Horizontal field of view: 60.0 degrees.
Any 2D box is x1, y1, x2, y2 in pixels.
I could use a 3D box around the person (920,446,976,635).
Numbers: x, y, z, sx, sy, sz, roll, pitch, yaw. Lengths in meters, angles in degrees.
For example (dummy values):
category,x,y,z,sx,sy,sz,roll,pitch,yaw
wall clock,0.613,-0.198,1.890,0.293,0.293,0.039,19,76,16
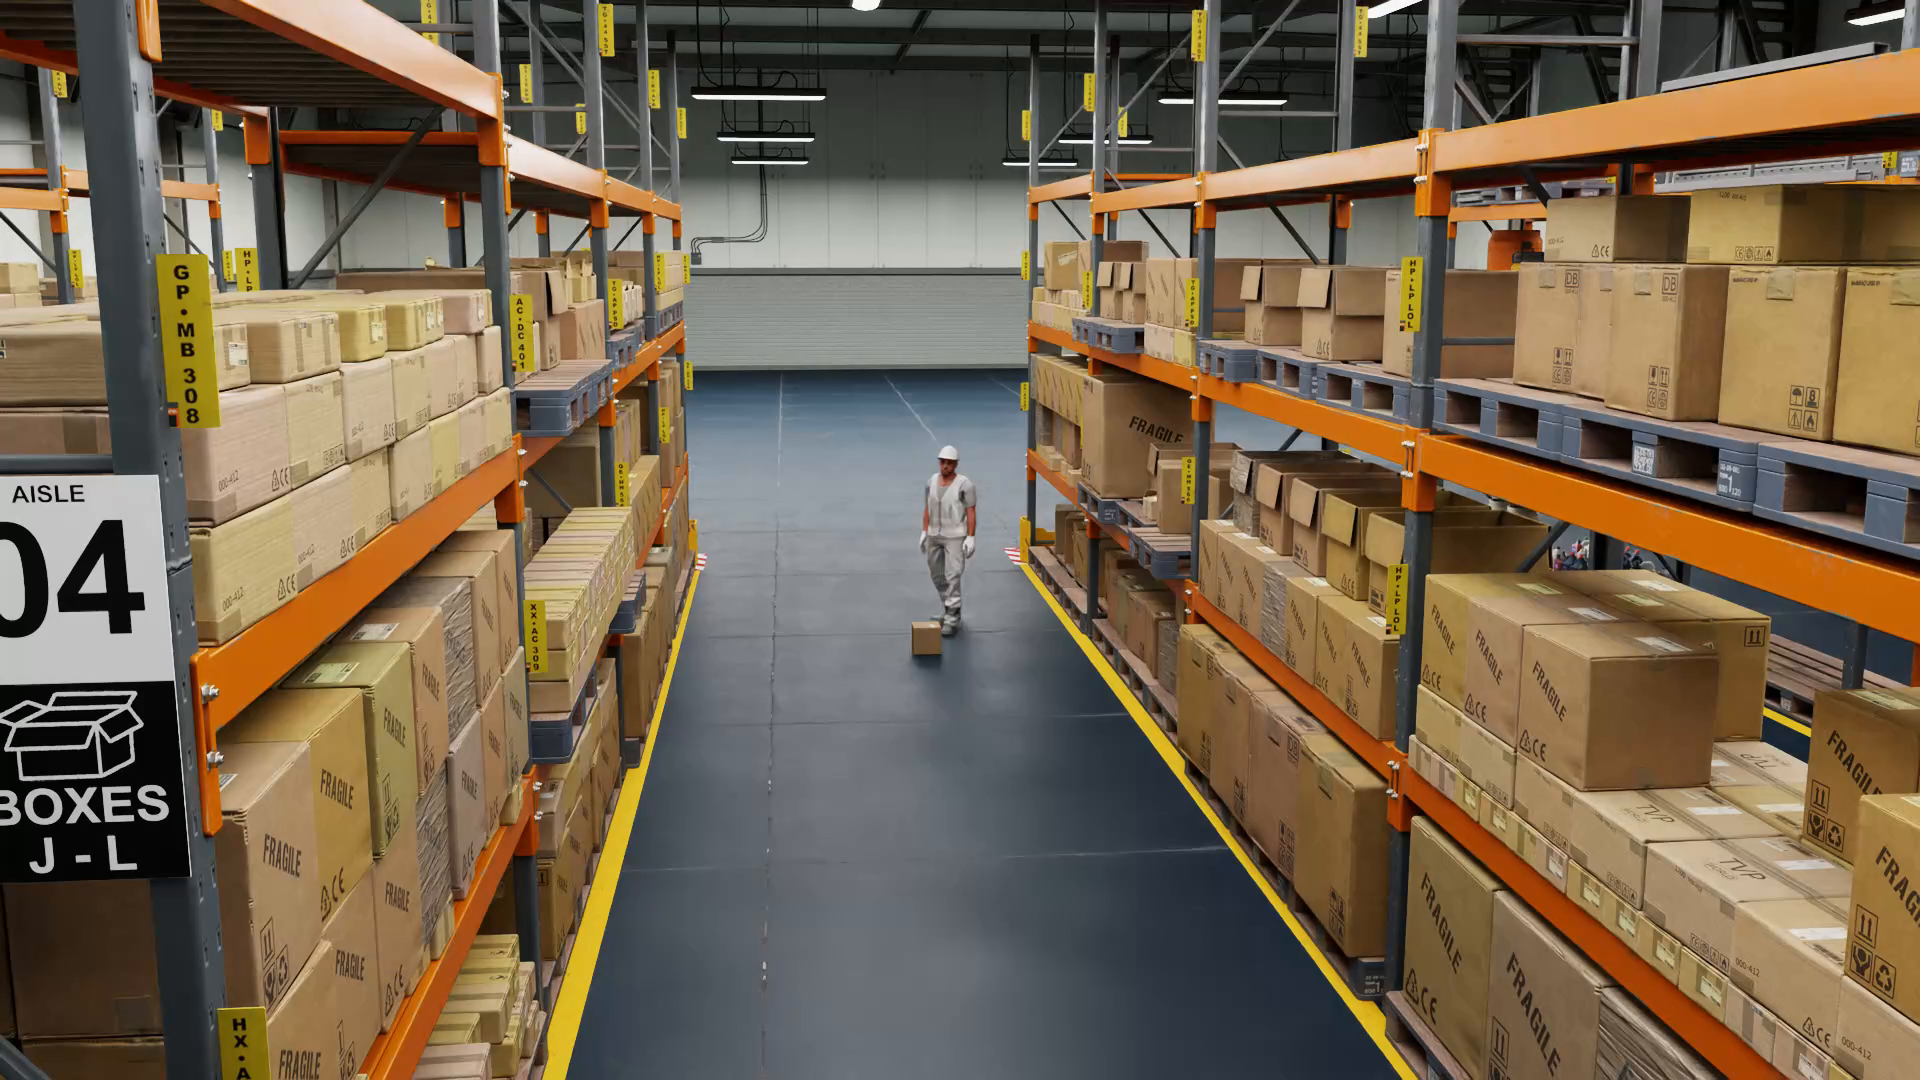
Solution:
category,x,y,z,sx,sy,sz,roll,pitch,yaw
person,-0.108,-0.014,15.882,0.557,1.795,0.609,6,12,31
